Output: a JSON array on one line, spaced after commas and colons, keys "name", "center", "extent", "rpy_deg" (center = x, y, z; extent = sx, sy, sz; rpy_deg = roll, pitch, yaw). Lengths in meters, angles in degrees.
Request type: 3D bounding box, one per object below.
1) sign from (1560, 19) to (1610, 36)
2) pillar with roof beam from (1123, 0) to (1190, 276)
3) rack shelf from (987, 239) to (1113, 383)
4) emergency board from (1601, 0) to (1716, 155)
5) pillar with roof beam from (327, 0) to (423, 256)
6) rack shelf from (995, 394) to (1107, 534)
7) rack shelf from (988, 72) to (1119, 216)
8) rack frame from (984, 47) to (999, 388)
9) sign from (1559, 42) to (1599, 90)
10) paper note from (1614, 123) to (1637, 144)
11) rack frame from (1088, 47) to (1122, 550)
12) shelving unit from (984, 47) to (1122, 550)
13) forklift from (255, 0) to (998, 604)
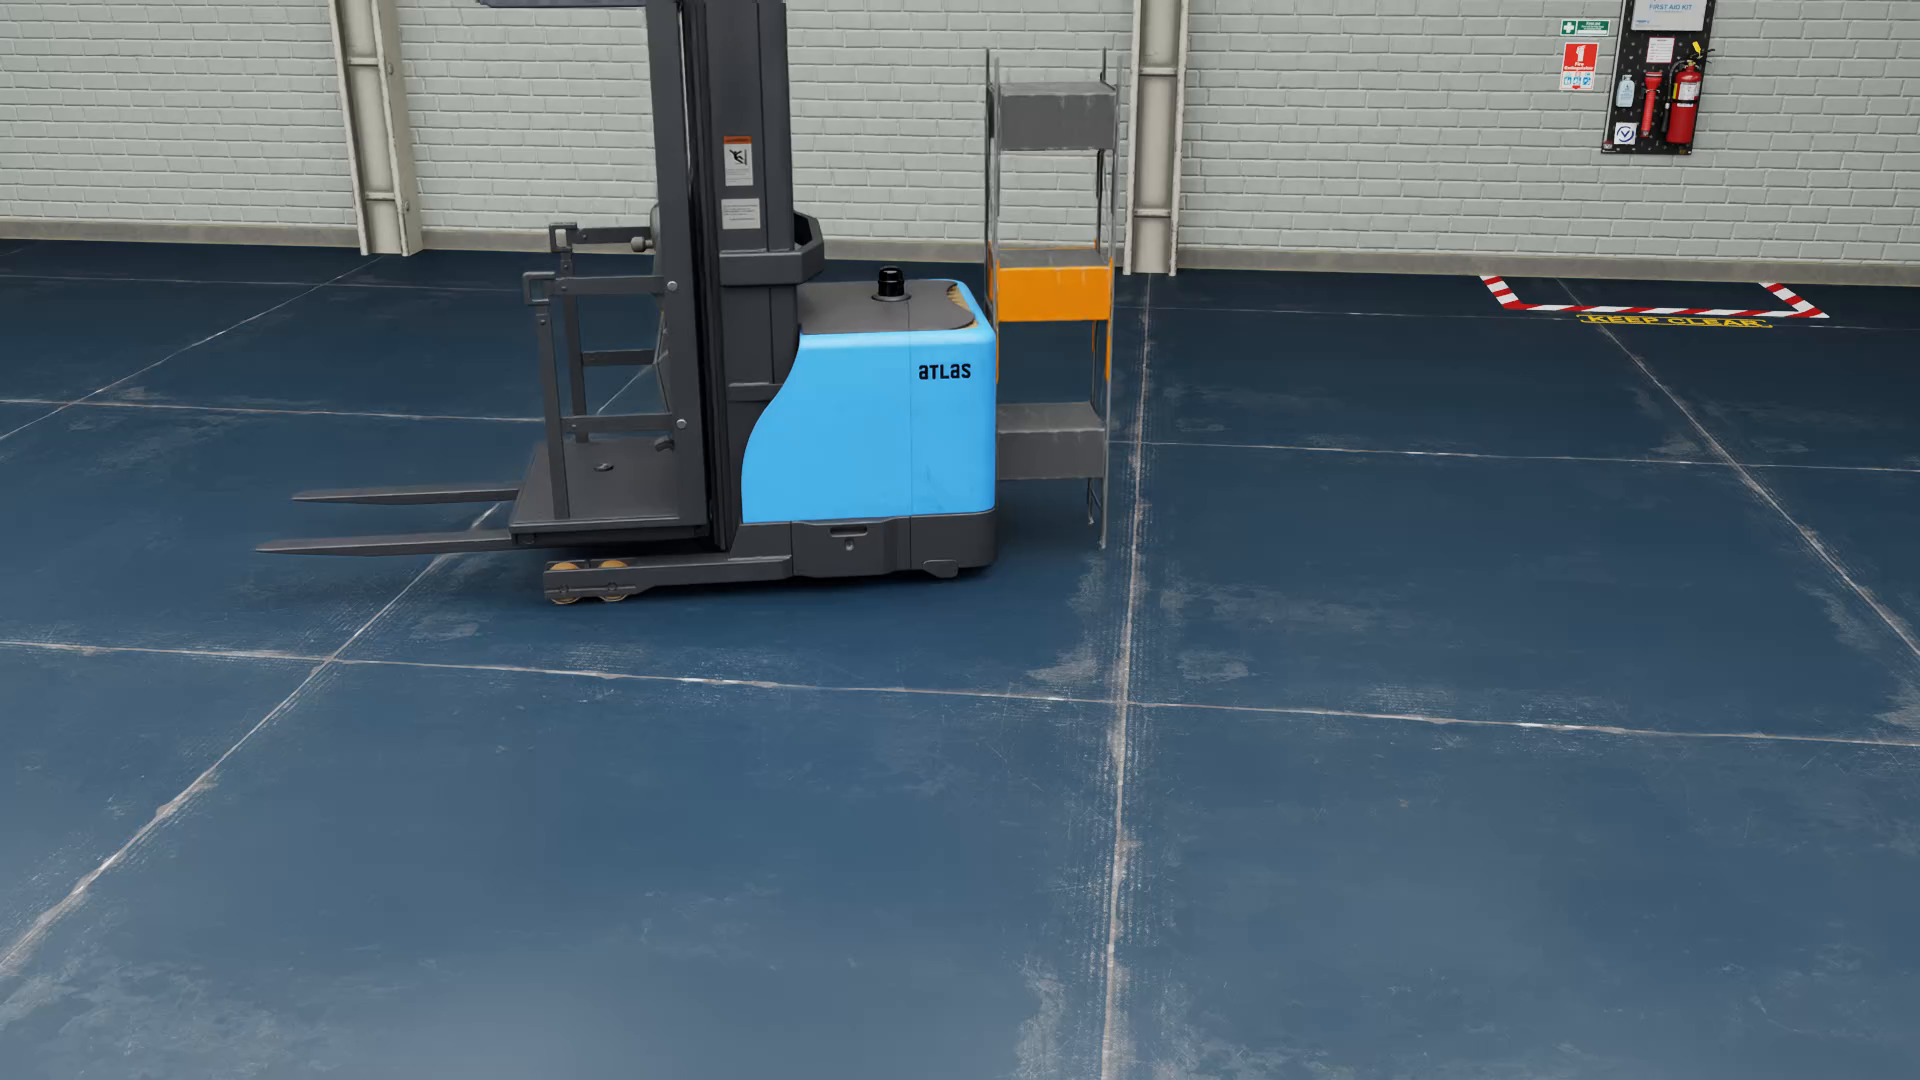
[{"name": "sign", "center": [4.413, -3.617, 11.740], "extent": [0.331, 0.109, 0.001], "rpy_deg": [2, 22, 6]}, {"name": "pillar with roof beam", "center": [0.931, -4.653, 6.969], "extent": [0.400, 9.000, 9.100], "rpy_deg": [2, 22, 6]}, {"name": "rack shelf", "center": [0.373, -0.986, 7.115], "extent": [0.480, 0.518, 0.431], "rpy_deg": [-2, 22, -5]}, {"name": "emergency board", "center": [4.947, -3.296, 11.697], "extent": [0.643, 1.169, 0.194], "rpy_deg": [2, 22, 6]}, {"name": "pillar with roof beam", "center": [-5.027, -4.912, 7.626], "extent": [0.400, 9.000, 9.100], "rpy_deg": [2, 22, 6]}, {"name": "rack shelf", "center": [0.373, -0.335, 7.372], "extent": [0.480, 0.518, 0.431], "rpy_deg": [-2, 22, -5]}, {"name": "rack shelf", "center": [0.373, -1.637, 6.858], "extent": [0.480, 0.518, 0.431], "rpy_deg": [-2, 22, -5]}, {"name": "rack frame", "center": [0.130, -0.991, 7.090], "extent": [0.015, 2.100, 0.400], "rpy_deg": [-2, 22, -5]}, {"name": "sign", "center": [4.410, -3.374, 11.846], "extent": [0.234, 0.329, 0.001], "rpy_deg": [2, 22, 6]}, {"name": "paper note", "center": [4.779, -2.919, 11.942], "extent": [0.142, 0.148, 0.016], "rpy_deg": [2, 22, 6]}, {"name": "rack frame", "center": [0.616, -1.006, 7.130], "extent": [0.015, 2.100, 0.400], "rpy_deg": [-2, 22, -5]}, {"name": "shelving unit", "center": [0.373, -0.999, 7.110], "extent": [0.503, 2.100, 0.431], "rpy_deg": [-2, 22, -5]}, {"name": "forklift", "center": [-1.398, -1.308, 6.761], "extent": [3.031, 2.935, 1.130], "rpy_deg": [-3, 22, -7]}]
